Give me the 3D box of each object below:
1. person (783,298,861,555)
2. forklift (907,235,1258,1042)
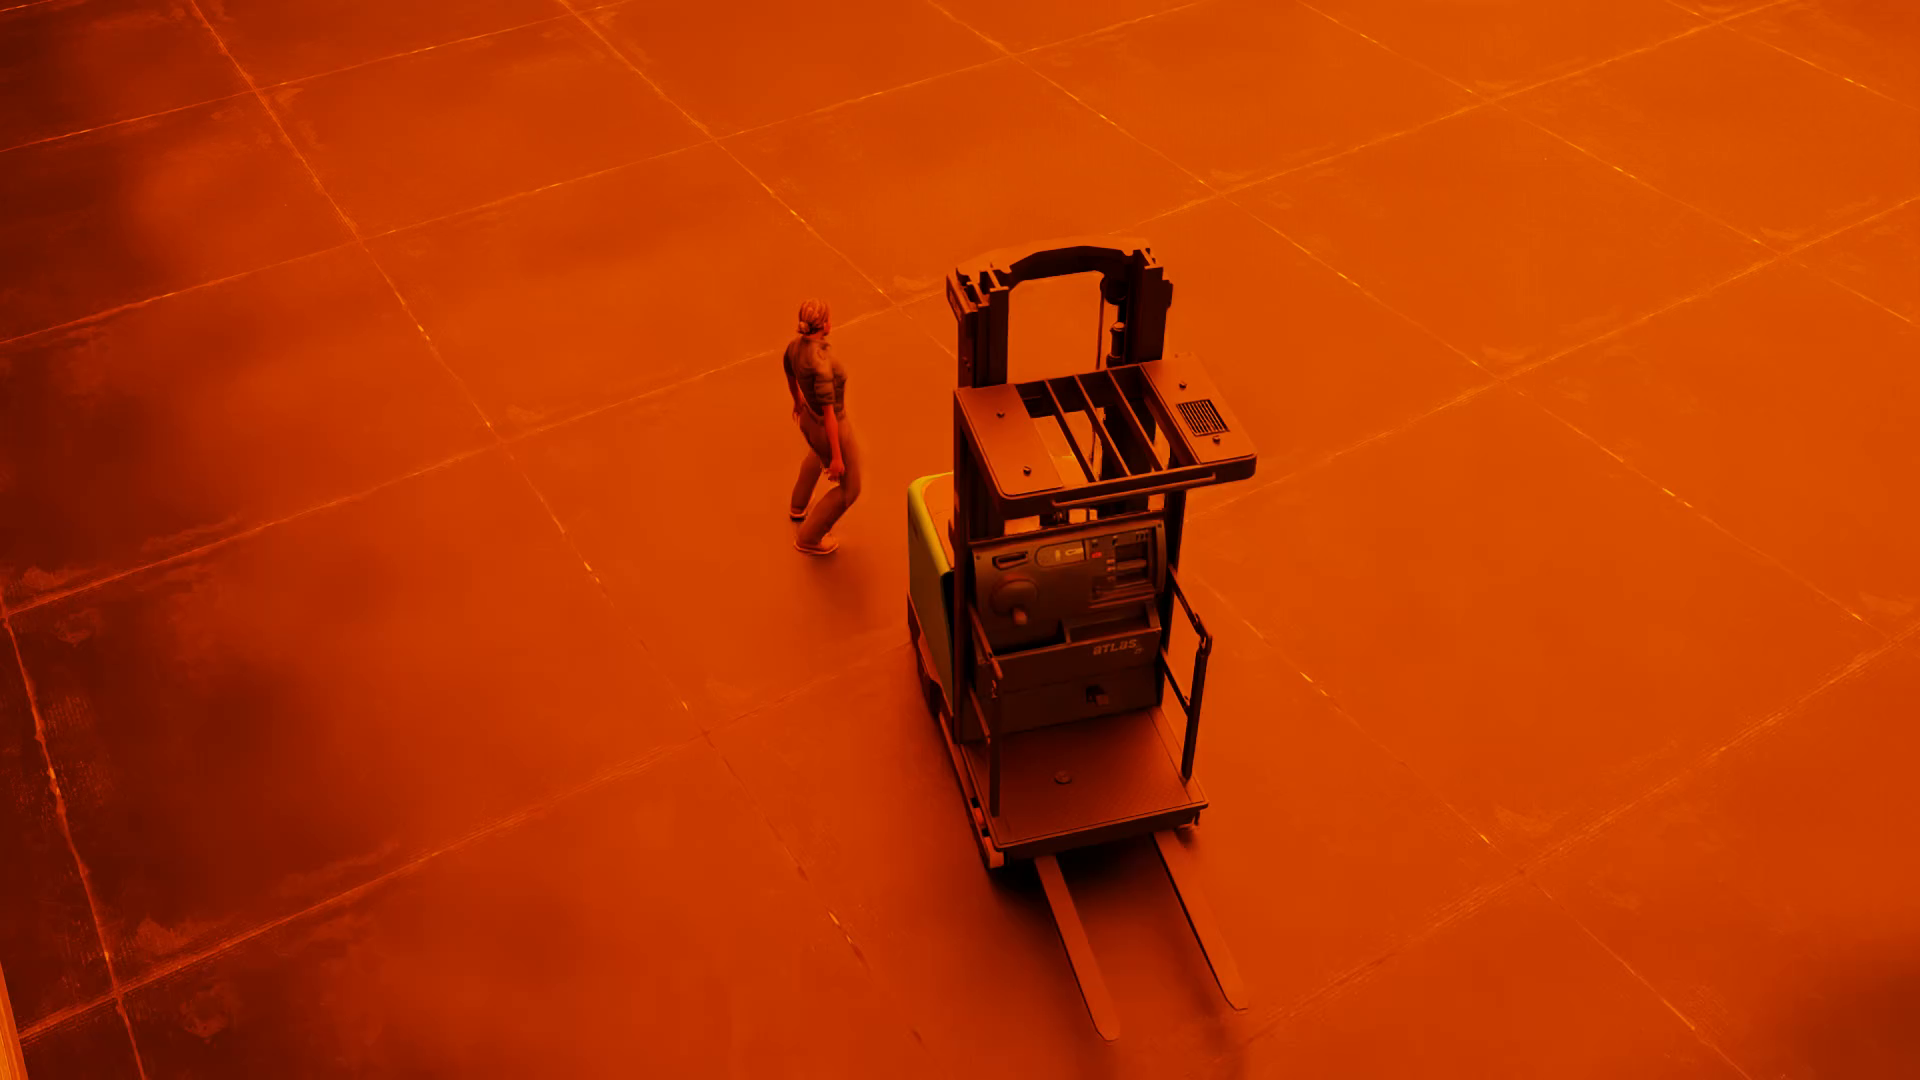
[{"bbox_3d":[-0.849,-0.641,9.641,0.466,1.588,0.817,-18,44,-19],"label":"person"},{"bbox_3d":[0.573,0.235,7.603,1.130,2.935,3.031,-10,42,-11],"label":"forklift"}]
